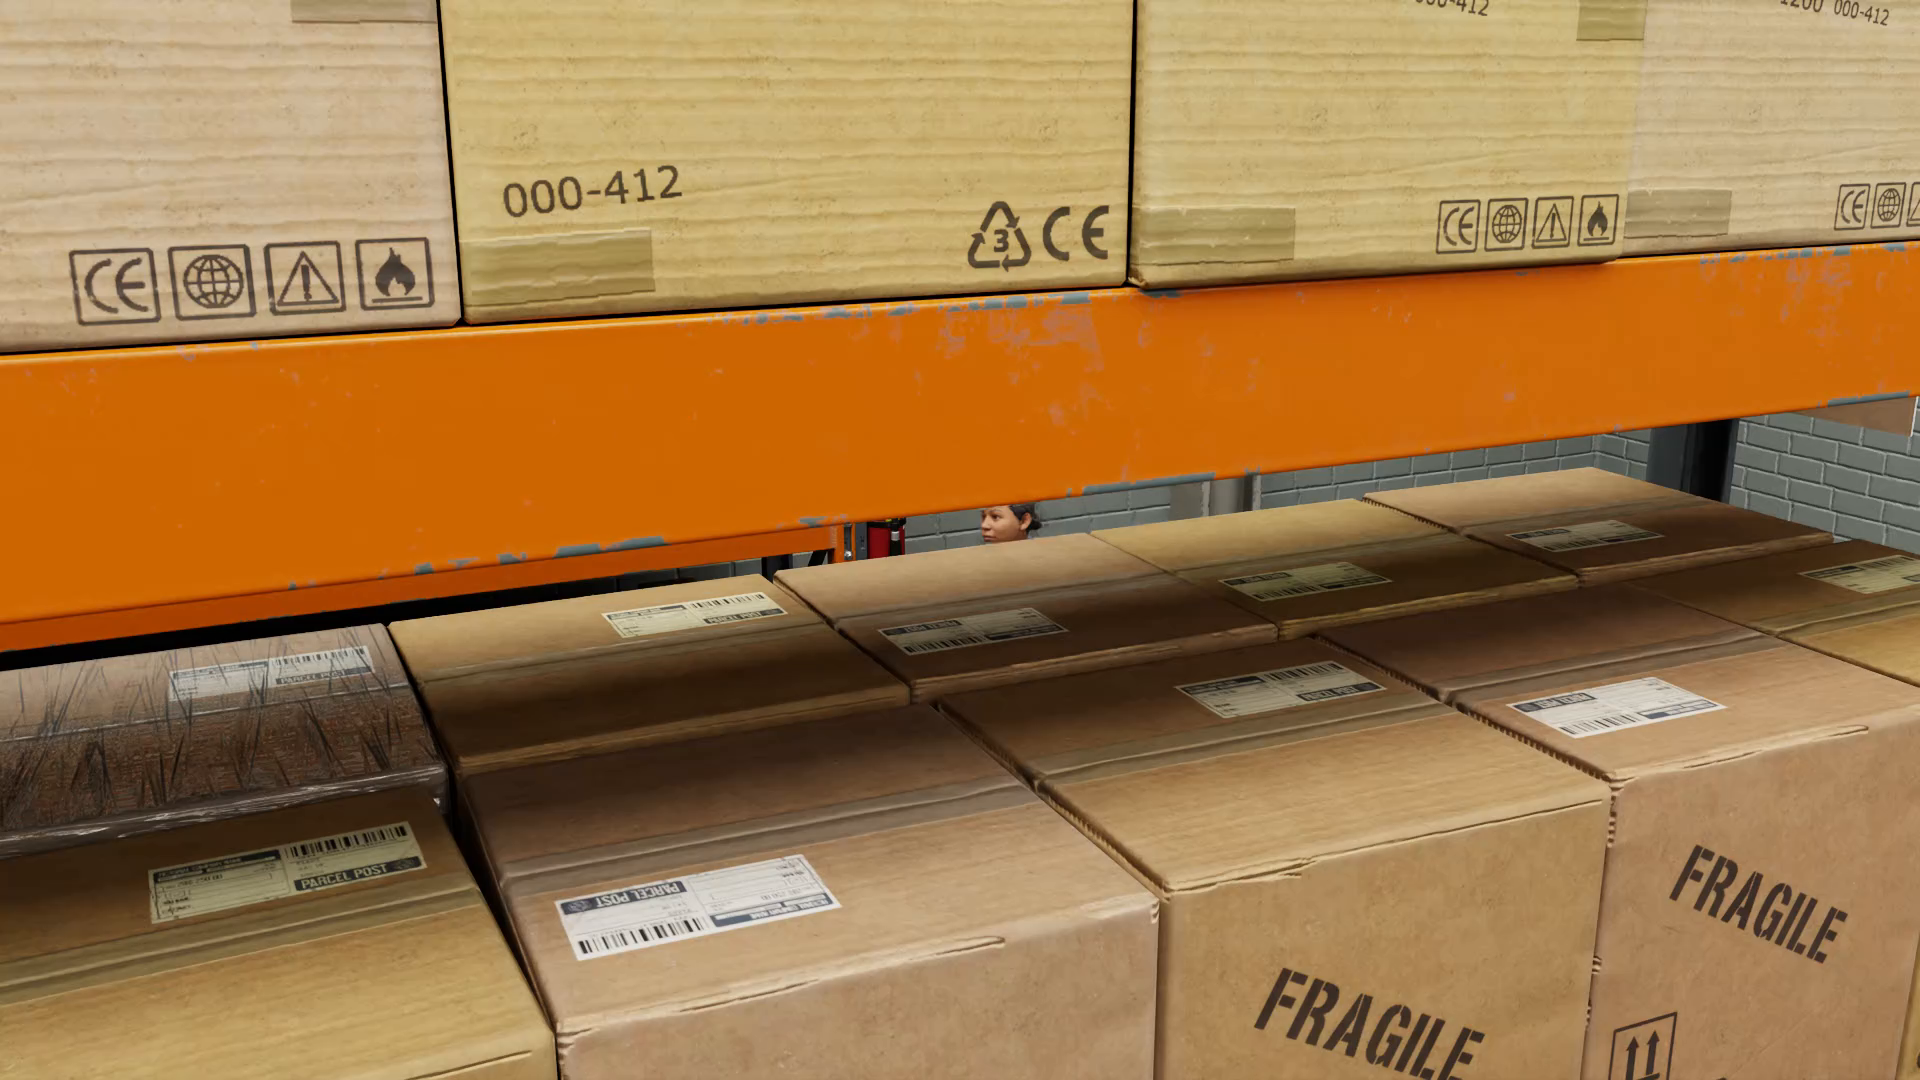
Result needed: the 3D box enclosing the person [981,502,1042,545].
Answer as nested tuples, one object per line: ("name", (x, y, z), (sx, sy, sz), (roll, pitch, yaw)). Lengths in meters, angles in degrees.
("person", (0.218, 0.618, 5.807), (0.722, 1.647, 0.772), (12, 20, 38))
